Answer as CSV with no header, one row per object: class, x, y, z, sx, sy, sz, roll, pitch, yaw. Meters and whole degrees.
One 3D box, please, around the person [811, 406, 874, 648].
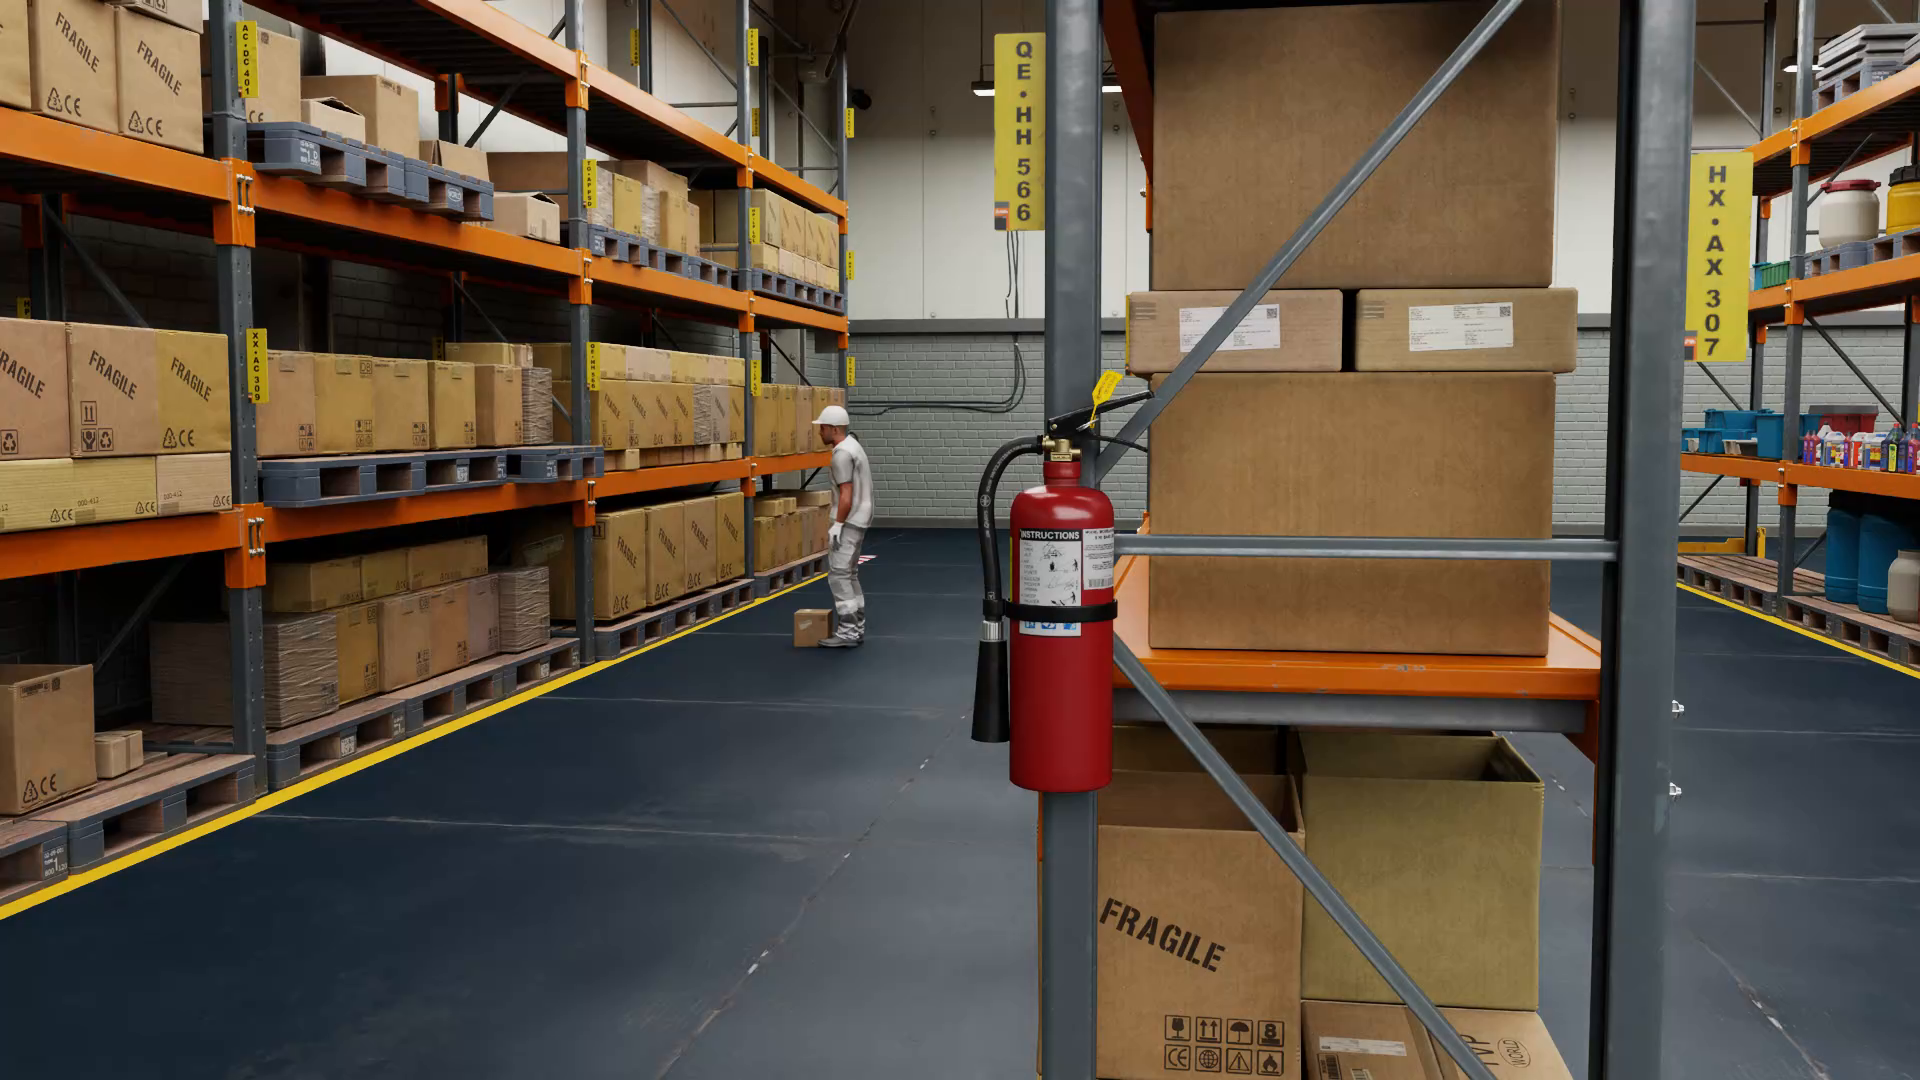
person,-0.867,-0.101,12.304,0.451,1.778,0.612,0,4,5
